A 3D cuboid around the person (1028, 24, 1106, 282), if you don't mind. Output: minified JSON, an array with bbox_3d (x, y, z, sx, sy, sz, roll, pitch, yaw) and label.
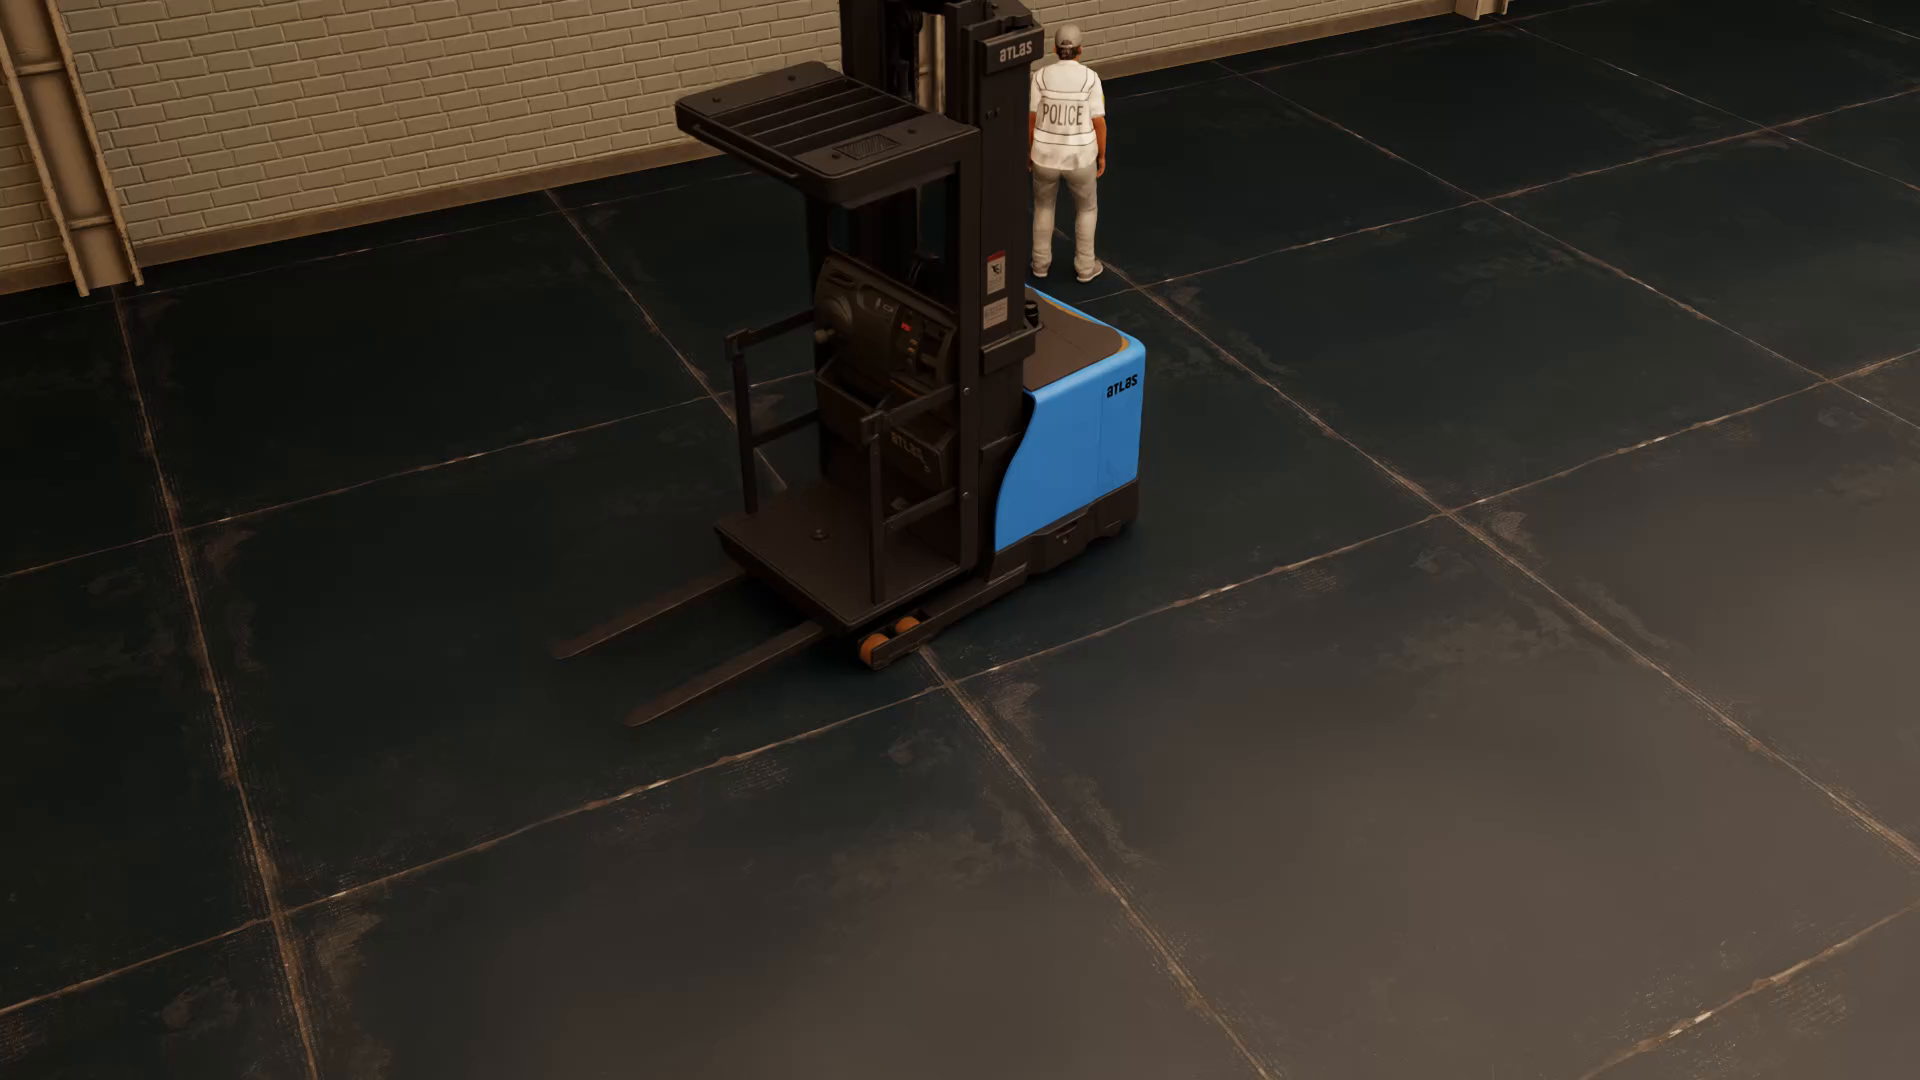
[{"bbox_3d":[0.685,-2.477,10.729,0.535,1.667,0.466,7,36,10],"label":"person"}]

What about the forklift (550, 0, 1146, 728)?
[{"bbox_3d":[-0.506,-0.932,7.442,3.031,2.935,1.130,-27,43,-33],"label":"forklift"}]
